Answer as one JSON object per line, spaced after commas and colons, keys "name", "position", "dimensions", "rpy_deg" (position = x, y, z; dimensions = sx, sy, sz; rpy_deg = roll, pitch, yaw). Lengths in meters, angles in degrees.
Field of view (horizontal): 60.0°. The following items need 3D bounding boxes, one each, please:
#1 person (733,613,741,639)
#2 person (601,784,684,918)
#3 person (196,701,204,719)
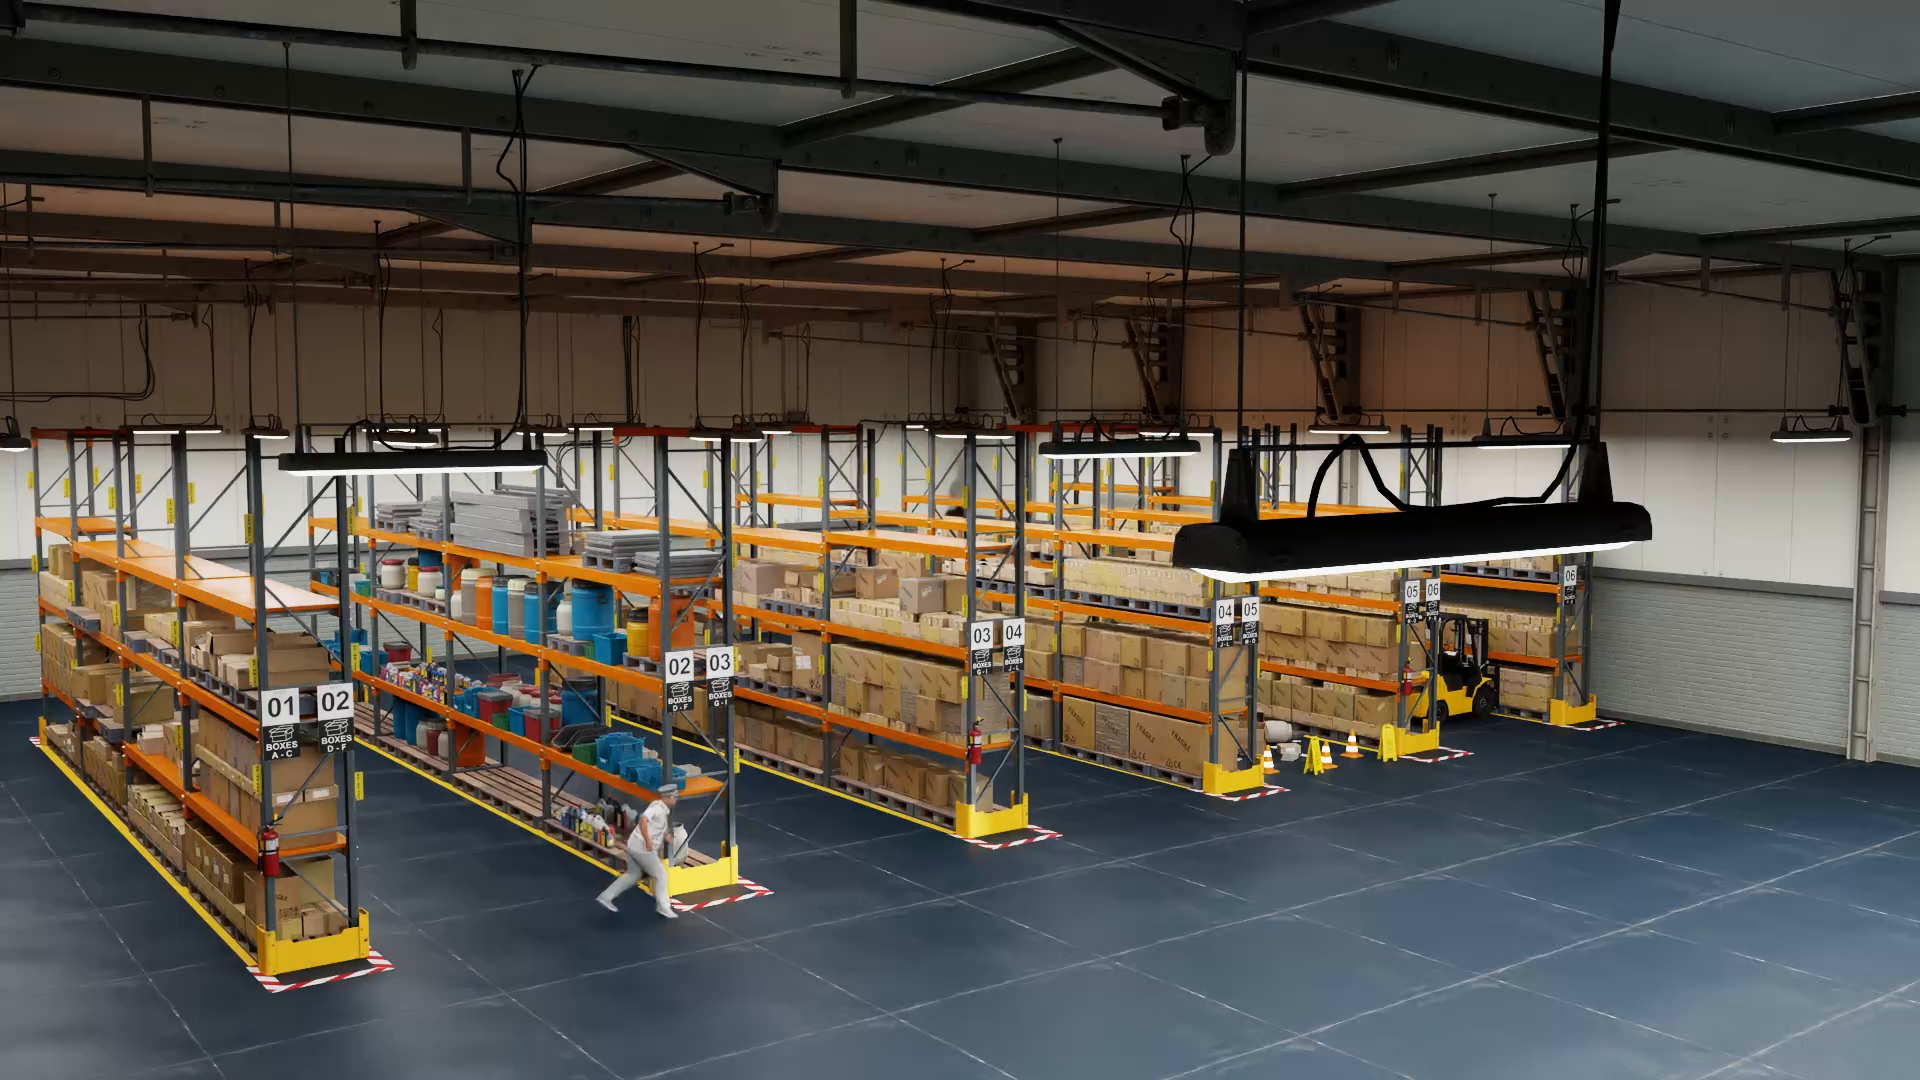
{"name": "person", "position": [-5.385, 2.507, 38.389], "dimensions": [0.726, 1.722, 1.012], "rpy_deg": [-3, 5, -32]}
{"name": "person", "position": [-3.937, 3.899, 20.641], "dimensions": [1.002, 1.721, 0.695], "rpy_deg": [-1, 5, -9]}
{"name": "person", "position": [-14.039, 3.059, 30.763], "dimensions": [0.712, 1.753, 0.795], "rpy_deg": [-3, 6, -38]}
